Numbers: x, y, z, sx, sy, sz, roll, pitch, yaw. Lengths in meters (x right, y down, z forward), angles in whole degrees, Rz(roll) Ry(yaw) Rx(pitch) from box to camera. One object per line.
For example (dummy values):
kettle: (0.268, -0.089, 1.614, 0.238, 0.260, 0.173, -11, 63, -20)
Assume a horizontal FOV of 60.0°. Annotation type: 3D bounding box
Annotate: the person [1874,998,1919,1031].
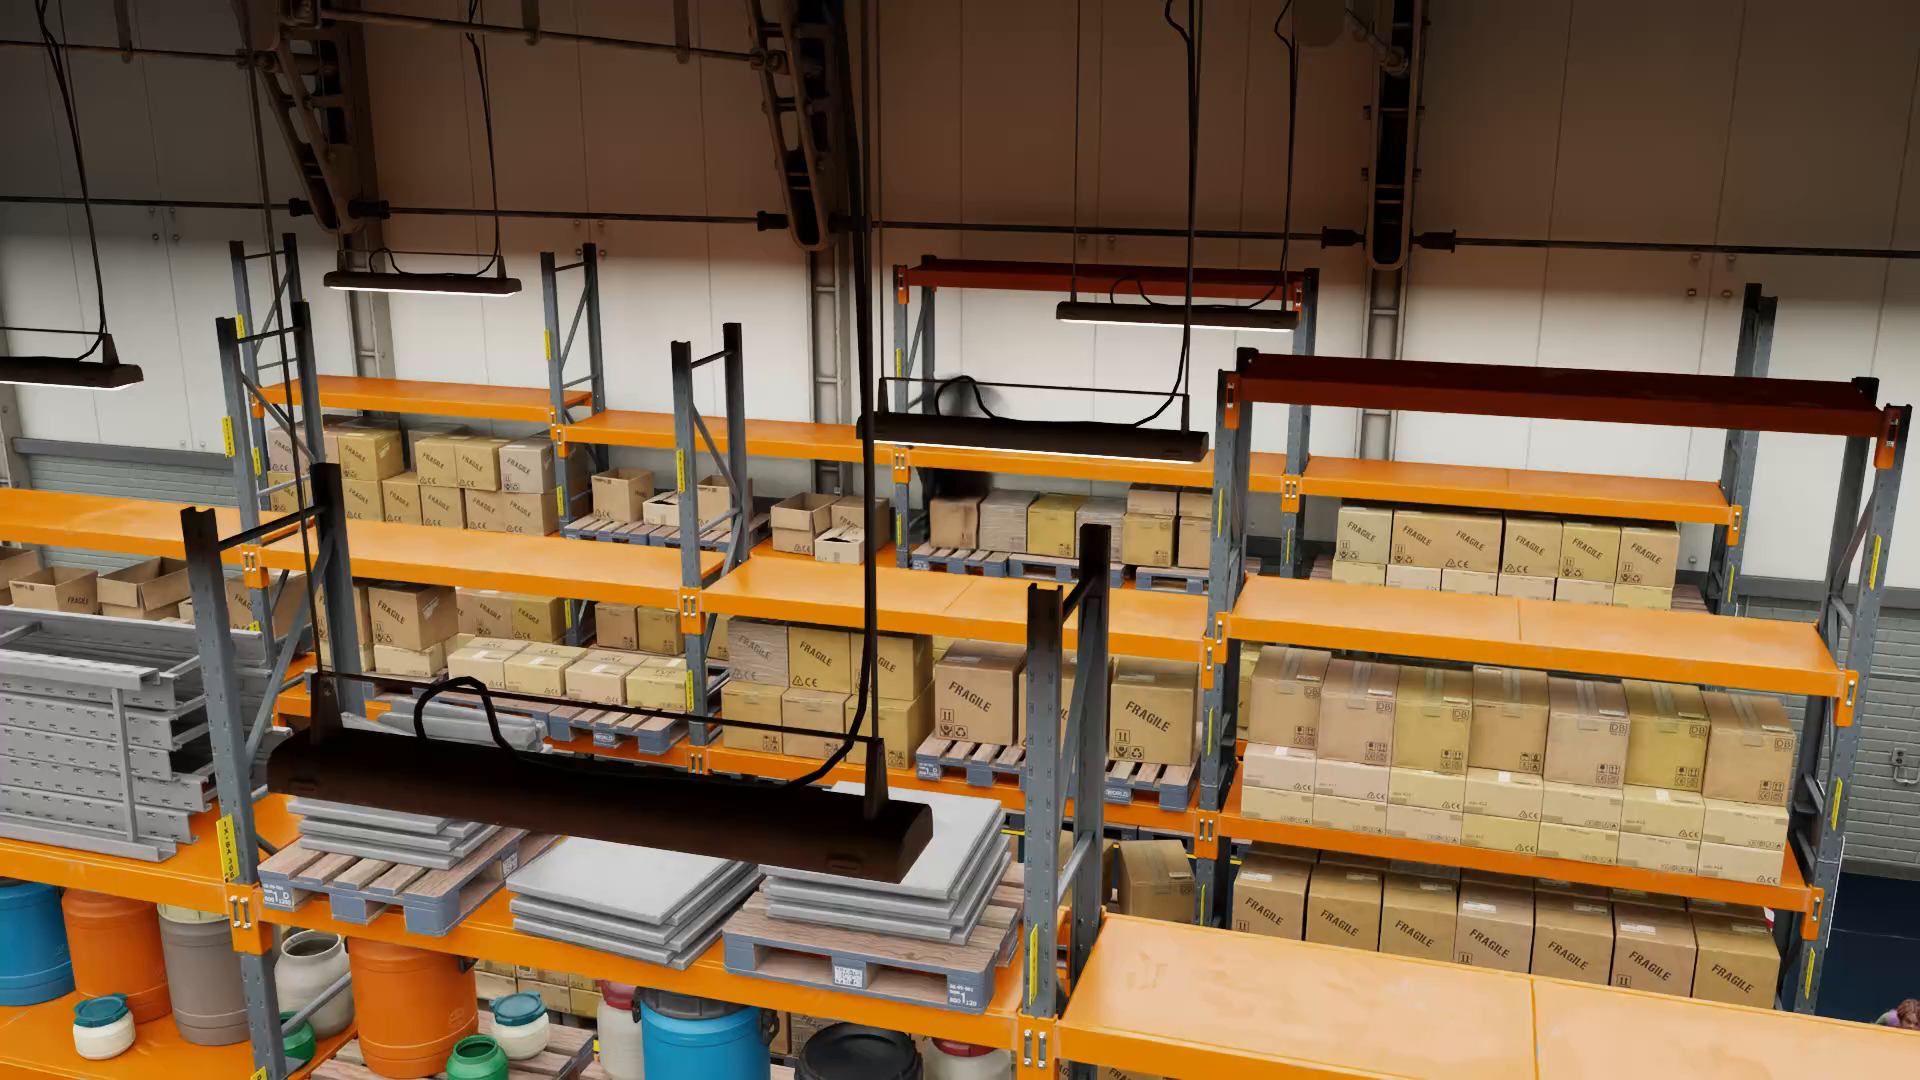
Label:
person: (7.080, 3.958, 12.458, 0.537, 1.456, 0.881, 9, 19, 30)
